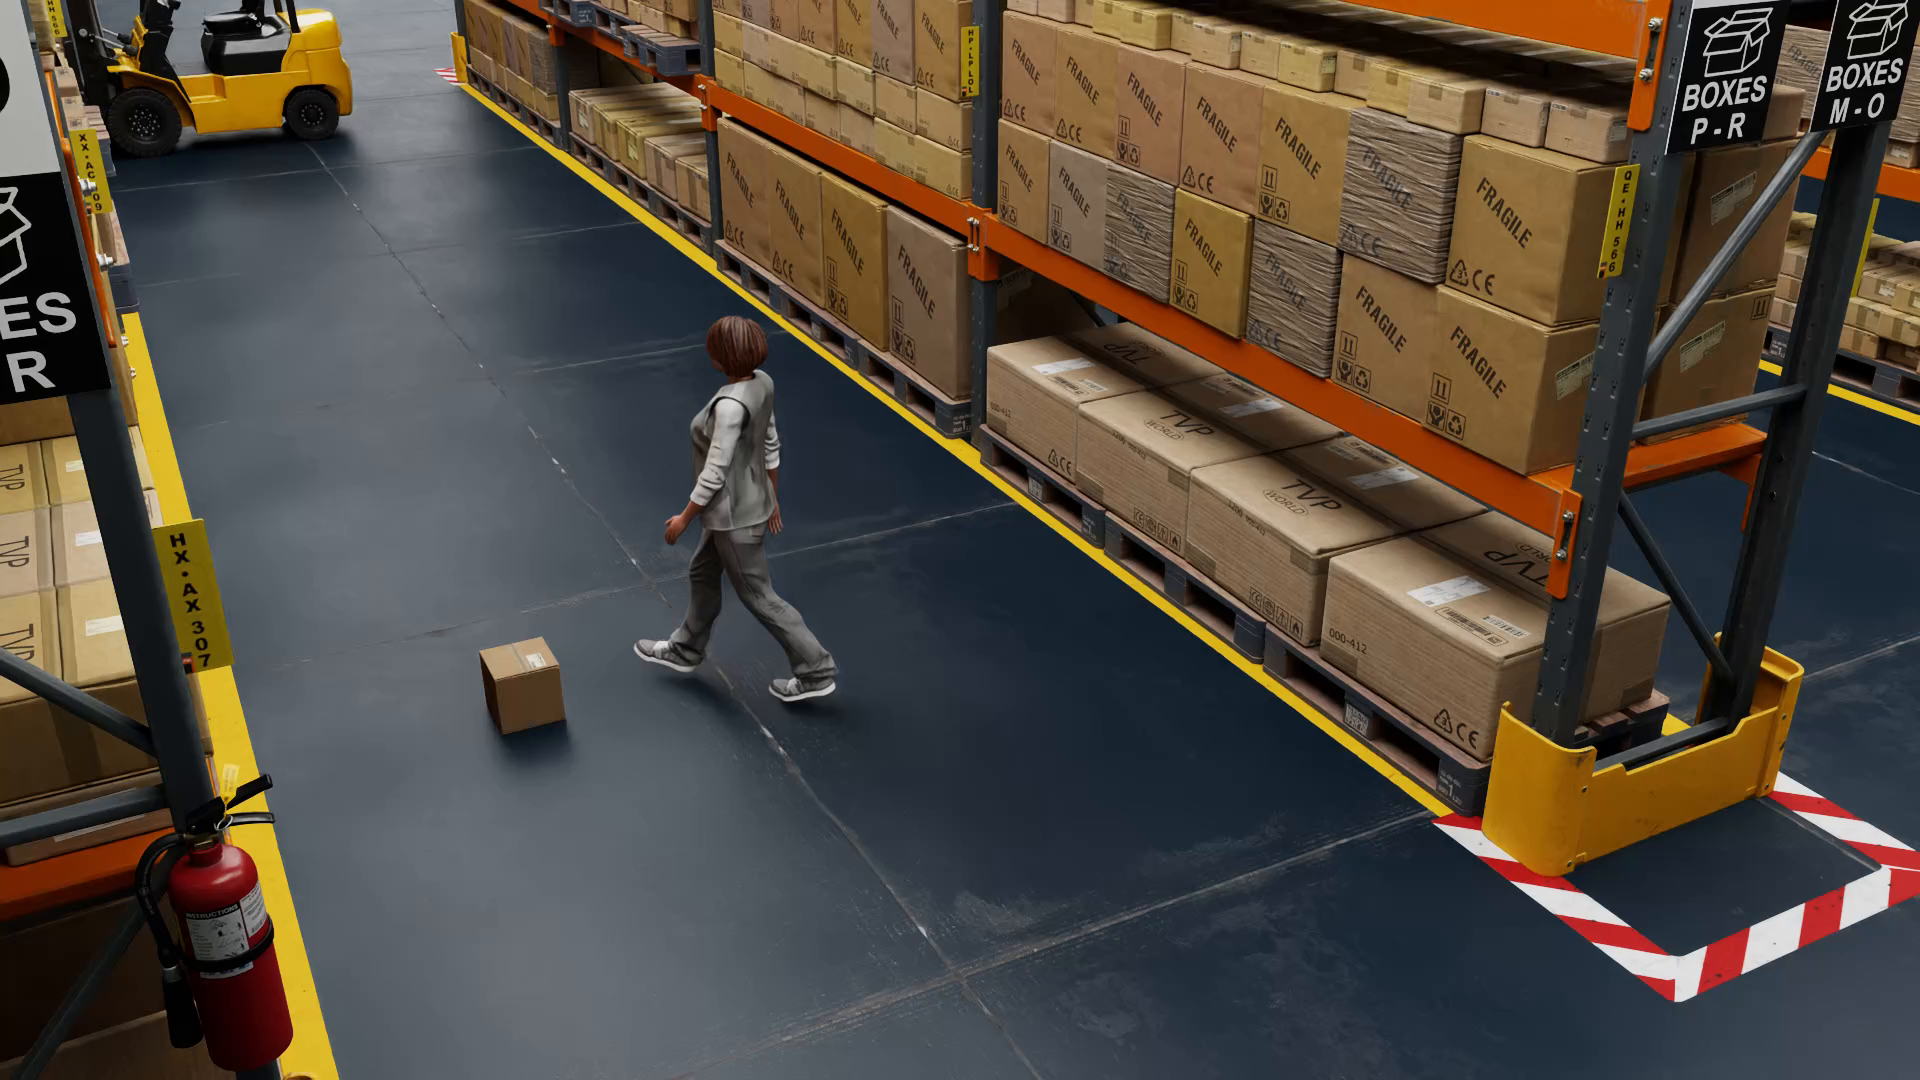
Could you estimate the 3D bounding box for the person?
[{"bbox_3d":[-0.909,-0.100,6.345,0.881,1.523,0.419,2,26,5],"label":"person"}]
